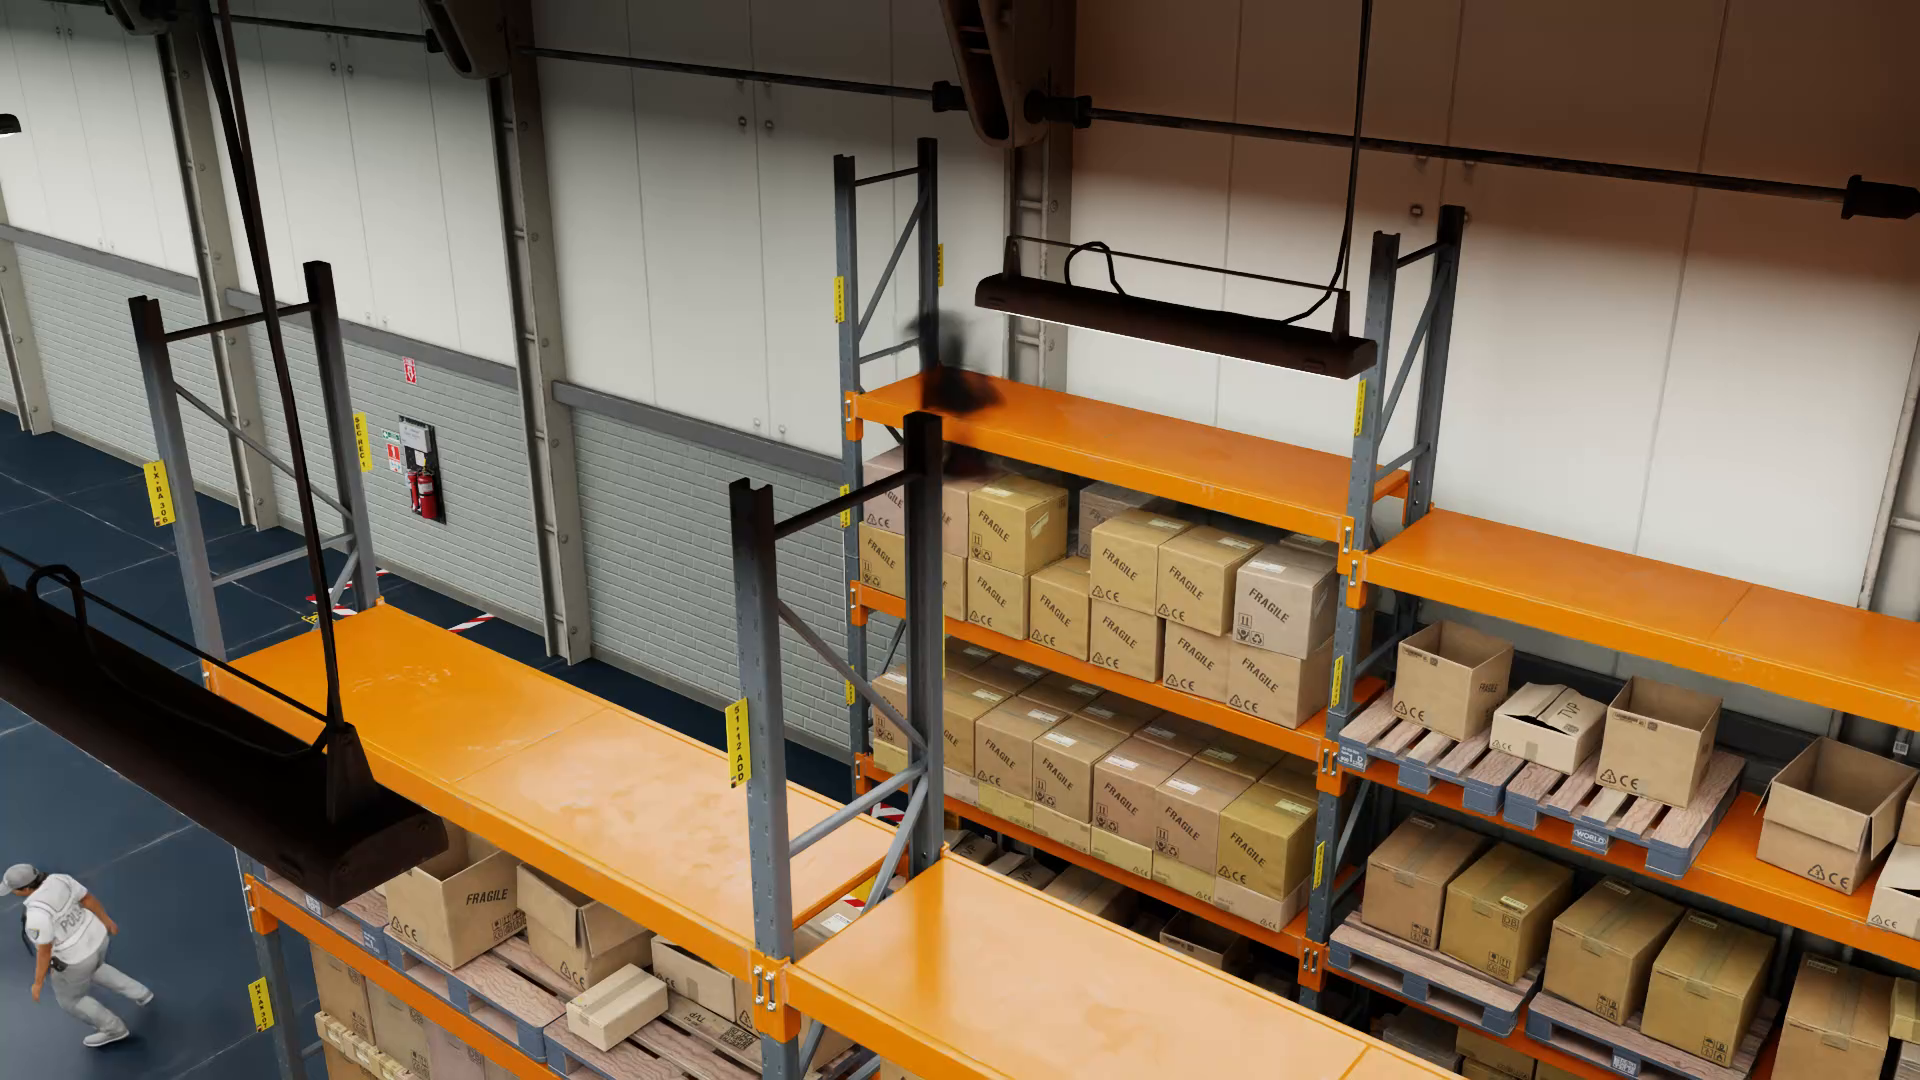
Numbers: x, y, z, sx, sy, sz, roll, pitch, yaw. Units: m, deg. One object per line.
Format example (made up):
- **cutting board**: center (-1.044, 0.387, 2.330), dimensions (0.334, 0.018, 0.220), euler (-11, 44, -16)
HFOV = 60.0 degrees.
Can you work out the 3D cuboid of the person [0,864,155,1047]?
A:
- **person**: center (-6.209, 2.880, 11.702), dimensions (0.694, 1.578, 0.756), euler (-1, 23, -2)
